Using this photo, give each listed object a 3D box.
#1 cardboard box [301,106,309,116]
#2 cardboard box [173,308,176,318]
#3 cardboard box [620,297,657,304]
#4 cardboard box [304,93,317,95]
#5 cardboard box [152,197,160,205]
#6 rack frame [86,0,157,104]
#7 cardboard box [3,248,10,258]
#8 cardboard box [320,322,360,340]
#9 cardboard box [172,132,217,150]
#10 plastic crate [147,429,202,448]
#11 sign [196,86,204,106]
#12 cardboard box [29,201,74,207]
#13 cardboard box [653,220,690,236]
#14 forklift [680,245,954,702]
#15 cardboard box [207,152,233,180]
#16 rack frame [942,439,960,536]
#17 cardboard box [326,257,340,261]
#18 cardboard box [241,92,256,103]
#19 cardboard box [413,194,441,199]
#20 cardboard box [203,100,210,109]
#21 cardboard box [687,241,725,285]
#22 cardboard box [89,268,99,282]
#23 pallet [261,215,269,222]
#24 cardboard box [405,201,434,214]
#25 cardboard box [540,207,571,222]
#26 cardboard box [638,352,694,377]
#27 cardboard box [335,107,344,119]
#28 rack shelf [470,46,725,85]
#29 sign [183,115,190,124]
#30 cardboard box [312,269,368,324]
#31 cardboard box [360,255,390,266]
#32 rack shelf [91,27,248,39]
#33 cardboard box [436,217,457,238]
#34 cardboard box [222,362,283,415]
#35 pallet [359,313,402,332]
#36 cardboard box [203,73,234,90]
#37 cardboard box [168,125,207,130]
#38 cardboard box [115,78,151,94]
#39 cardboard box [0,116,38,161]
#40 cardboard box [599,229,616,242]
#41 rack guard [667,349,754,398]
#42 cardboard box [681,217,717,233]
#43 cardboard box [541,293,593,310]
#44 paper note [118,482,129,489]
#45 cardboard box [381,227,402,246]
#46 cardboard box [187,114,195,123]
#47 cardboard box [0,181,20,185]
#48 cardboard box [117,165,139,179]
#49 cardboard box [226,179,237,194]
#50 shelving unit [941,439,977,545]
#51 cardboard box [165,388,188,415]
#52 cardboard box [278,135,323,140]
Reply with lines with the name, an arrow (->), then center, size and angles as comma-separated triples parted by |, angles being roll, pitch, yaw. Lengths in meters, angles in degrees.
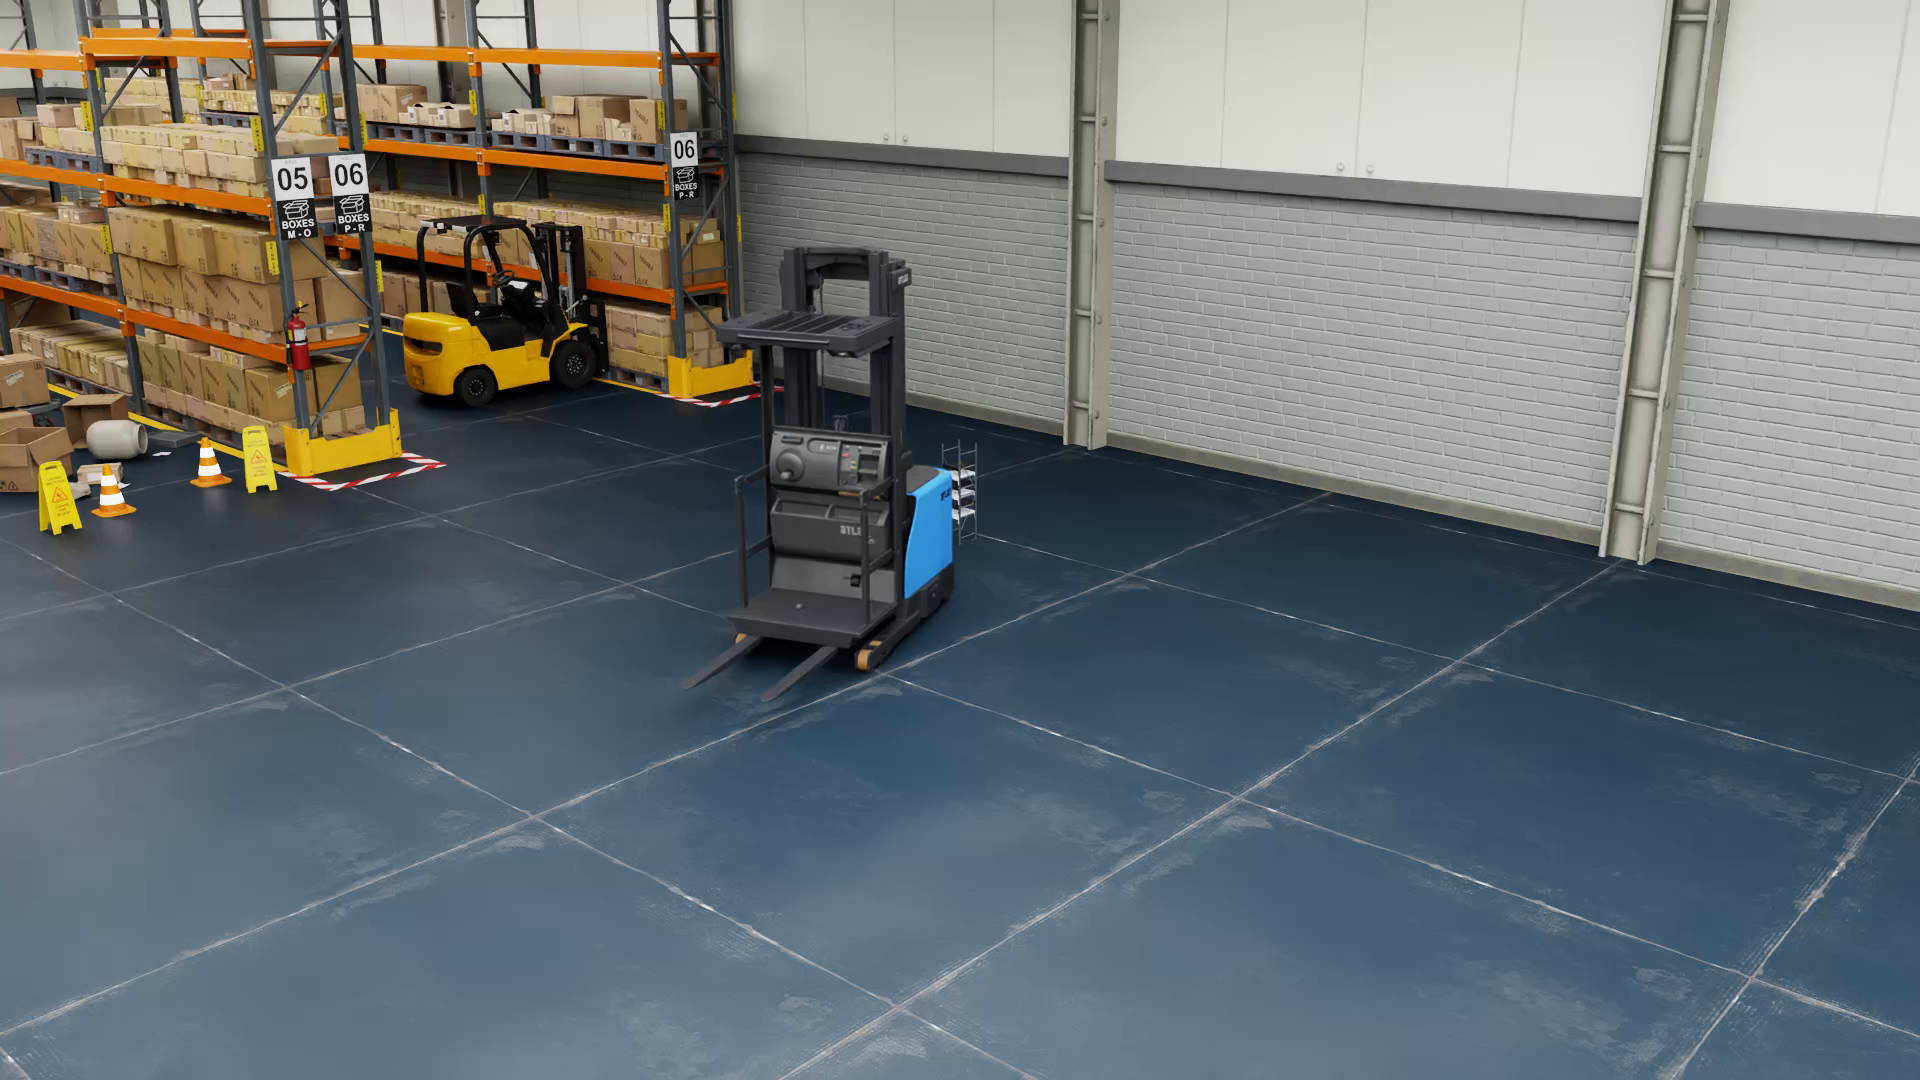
cardboard box -> -9.941, -6.637, 25.697 | 0.250, 0.149, 0.380 | 16, 23, 40
cardboard box -> -8.609, -2.586, 18.715 | 0.250, 0.149, 0.380 | 15, 23, 39
cardboard box -> -4.149, -3.059, 21.990 | 0.500, 0.250, 0.500 | 15, 23, 39
cardboard box -> -10.235, -7.025, 26.426 | 0.250, 0.149, 0.380 | 15, 23, 39
cardboard box -> -14.145, -6.046, 29.619 | 0.250, 0.149, 0.380 | 14, 22, 38
rack frame -> -15.139, -9.423, 29.928 | 0.127, 3.000, 1.000 | 15, 23, 39
cardboard box -> -12.328, -3.807, 21.869 | 0.250, 0.149, 0.380 | 13, 22, 36
cardboard box -> -6.581, -2.223, 17.572 | 0.250, 0.149, 0.380 | 15, 23, 39
cardboard box -> -8.082, -4.219, 17.585 | 0.250, 0.149, 0.380 | 16, 23, 41
plastic crate -> -8.826, -1.138, 18.566 | 0.583, 0.080, 0.402 | 7, 19, 21
sign -> -12.502, -7.312, 27.381 | 0.005, 0.325, 0.100 | 15, 23, 39
cardboard box -> -11.923, -4.195, 22.020 | 0.500, 0.500, 0.500 | 14, 22, 38
cardboard box -> -3.580, -3.874, 20.630 | 0.250, 0.149, 0.380 | 15, 23, 39
forklift -> -1.046, -0.580, 12.093 | 1.130, 2.935, 3.031 | 7, 19, 20
cardboard box -> -7.392, -3.874, 17.156 | 0.500, 0.250, 0.500 | 15, 23, 39
rack frame -> -0.082, -0.451, 15.045 | 0.006, 0.900, 0.240 | 15, 23, 39
cardboard box -> -9.918, -4.365, 26.273 | 0.250, 0.149, 0.380 | 14, 22, 36
cardboard box -> -11.206, -7.058, 26.497 | 0.250, 0.149, 0.380 | 15, 23, 40
cardboard box -> -7.981, -5.098, 24.979 | 0.250, 0.149, 0.380 | 15, 23, 39
cardboard box -> -12.188, -7.168, 27.337 | 0.250, 0.149, 0.380 | 15, 23, 40
cardboard box -> -3.358, -3.561, 21.209 | 0.500, 0.500, 0.500 | 16, 24, 41
cardboard box -> -10.210, -3.209, 19.985 | 0.250, 0.149, 0.380 | 14, 22, 38
pallet -> -10.613, -5.255, 27.030 | 1.213, 0.211, 1.003 | 15, 23, 39
cardboard box -> -7.792, -4.815, 24.087 | 0.250, 0.149, 0.380 | 14, 23, 38
cardboard box -> -5.334, -4.320, 22.035 | 0.250, 0.149, 0.380 | 15, 23, 38
cardboard box -> -3.733, -2.264, 21.137 | 0.500, 0.250, 0.500 | 15, 23, 40
cardboard box -> -9.097, -6.385, 24.840 | 0.250, 0.166, 0.380 | 15, 23, 39
rack shelf -> -4.668, -6.079, 21.240 | 4.000, 0.370, 1.077 | 15, 23, 39
sign -> -9.102, -4.831, 19.562 | 0.005, 0.325, 0.100 | 15, 23, 39
cardboard box -> -6.634, -2.575, 17.609 | 0.500, 0.500, 0.500 | 15, 23, 38
cardboard box -> -9.339, -4.451, 26.542 | 0.250, 0.149, 0.380 | 17, 24, 42
rack shelf -> -13.644, -8.677, 28.772 | 4.000, 0.370, 1.077 | 15, 23, 39
cardboard box -> -7.091, -4.464, 23.639 | 0.500, 0.250, 0.500 | 14, 23, 38
cardboard box -> -7.629, -1.680, 18.059 | 0.500, 0.500, 0.500 | 16, 24, 41
pallet -> -8.566, -3.454, 25.647 | 1.213, 0.211, 1.003 | 15, 23, 39
cardboard box -> -12.154, -7.518, 27.263 | 0.258, 0.266, 0.396 | 15, 23, 39
cardboard box -> -8.693, -4.599, 18.783 | 0.250, 0.149, 0.380 | 16, 23, 41
cardboard box -> -14.606, -8.050, 29.488 | 0.500, 0.250, 0.500 | 15, 23, 39
cardboard box -> -11.746, -5.118, 21.157 | 0.500, 0.500, 0.700 | 15, 23, 39
cardboard box -> -4.391, -3.920, 21.267 | 0.250, 0.149, 0.380 | 14, 22, 38
rack guard -> -3.154, -2.155, 21.075 | 0.348, 0.500, 1.175 | 15, 23, 39
cardboard box -> -3.282, -3.966, 20.919 | 0.250, 0.149, 0.380 | 14, 23, 38
cardboard box -> -5.255, -3.150, 22.277 | 0.500, 0.250, 0.500 | 16, 24, 41
paper note -> -8.493, -0.552, 16.800 | 0.142, 0.019, 0.148 | 7, 19, 21
cardboard box -> -8.223, -4.538, 24.699 | 0.500, 0.250, 0.500 | 14, 22, 38
cardboard box -> -12.794, -7.126, 28.063 | 0.250, 0.149, 0.380 | 15, 23, 39
cardboard box -> -13.408, -4.717, 23.198 | 0.500, 0.500, 0.500 | 16, 24, 41
cardboard box -> -9.229, -4.157, 18.707 | 0.250, 0.149, 0.380 | 15, 23, 39
cardboard box -> -7.301, -3.649, 17.108 | 0.250, 0.149, 0.380 | 16, 24, 41
shelving unit -> -0.006, -0.431, 14.981 | 0.210, 0.900, 0.258 | 15, 23, 39
cardboard box -> -8.787, -1.636, 19.159 | 0.500, 0.250, 0.500 | 17, 24, 42
cardboard box -> -6.794, -4.082, 17.154 | 0.250, 0.149, 0.380 | 15, 23, 39
